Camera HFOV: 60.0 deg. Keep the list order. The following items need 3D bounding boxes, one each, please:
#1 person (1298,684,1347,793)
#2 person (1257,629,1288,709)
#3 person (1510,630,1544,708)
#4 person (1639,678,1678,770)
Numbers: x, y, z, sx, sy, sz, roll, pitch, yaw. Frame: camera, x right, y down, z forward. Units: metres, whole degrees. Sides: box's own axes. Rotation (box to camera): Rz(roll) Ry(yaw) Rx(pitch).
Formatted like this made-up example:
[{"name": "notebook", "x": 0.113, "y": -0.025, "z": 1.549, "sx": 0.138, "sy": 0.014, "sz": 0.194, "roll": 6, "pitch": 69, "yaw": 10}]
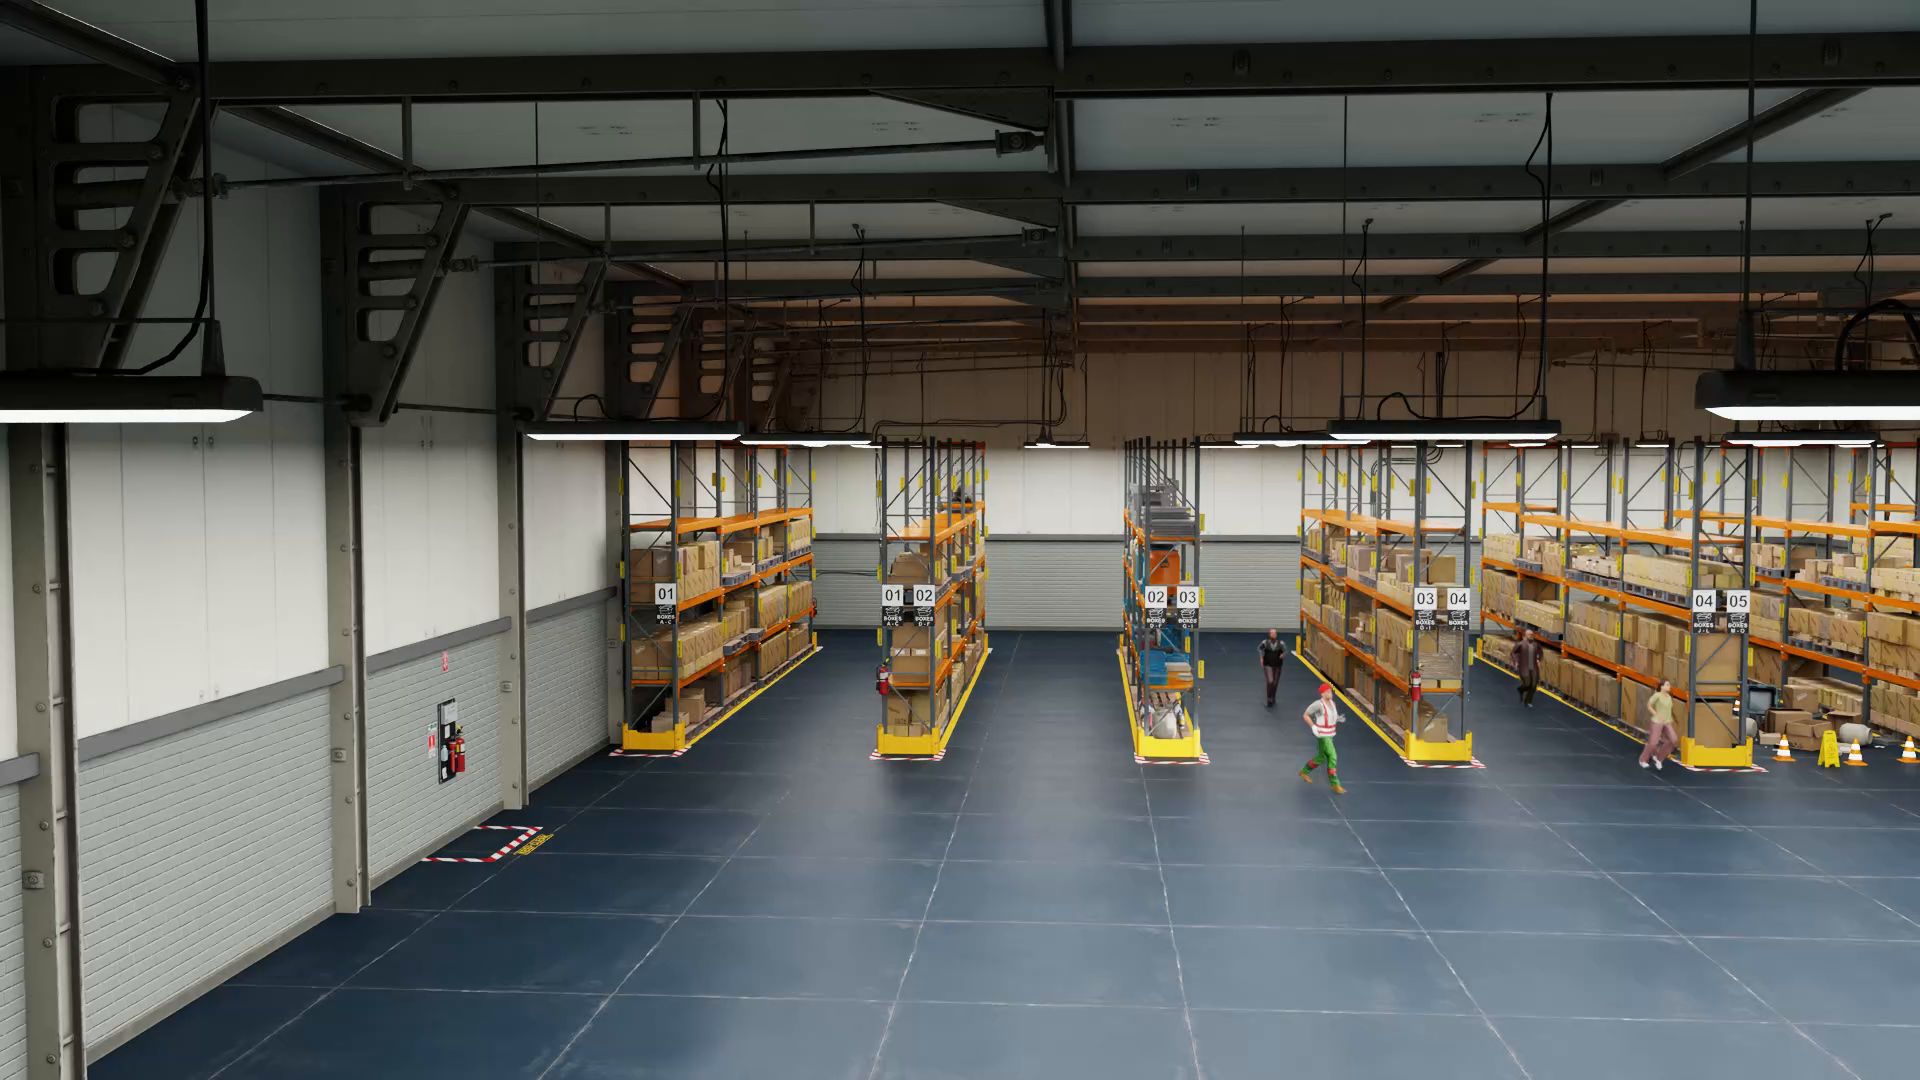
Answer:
[{"name": "person", "x": 6.156, "y": 3.317, "z": 28.096, "sx": 0.928, "sy": 1.804, "sz": 0.633, "roll": 3, "pitch": 4, "yaw": 40}, {"name": "person", "x": 7.026, "y": 2.880, "z": 37.284, "sx": 0.642, "sy": 1.782, "sz": 0.783, "roll": 0, "pitch": 3, "yaw": -2}, {"name": "person", "x": 12.700, "y": 2.875, "z": 37.139, "sx": 0.710, "sy": 1.732, "sz": 0.633, "roll": 0, "pitch": 3, "yaw": 1}, {"name": "person", "x": 12.639, "y": 3.303, "z": 29.925, "sx": 0.638, "sy": 1.634, "sz": 0.631, "roll": -1, "pitch": 3, "yaw": -20}]
